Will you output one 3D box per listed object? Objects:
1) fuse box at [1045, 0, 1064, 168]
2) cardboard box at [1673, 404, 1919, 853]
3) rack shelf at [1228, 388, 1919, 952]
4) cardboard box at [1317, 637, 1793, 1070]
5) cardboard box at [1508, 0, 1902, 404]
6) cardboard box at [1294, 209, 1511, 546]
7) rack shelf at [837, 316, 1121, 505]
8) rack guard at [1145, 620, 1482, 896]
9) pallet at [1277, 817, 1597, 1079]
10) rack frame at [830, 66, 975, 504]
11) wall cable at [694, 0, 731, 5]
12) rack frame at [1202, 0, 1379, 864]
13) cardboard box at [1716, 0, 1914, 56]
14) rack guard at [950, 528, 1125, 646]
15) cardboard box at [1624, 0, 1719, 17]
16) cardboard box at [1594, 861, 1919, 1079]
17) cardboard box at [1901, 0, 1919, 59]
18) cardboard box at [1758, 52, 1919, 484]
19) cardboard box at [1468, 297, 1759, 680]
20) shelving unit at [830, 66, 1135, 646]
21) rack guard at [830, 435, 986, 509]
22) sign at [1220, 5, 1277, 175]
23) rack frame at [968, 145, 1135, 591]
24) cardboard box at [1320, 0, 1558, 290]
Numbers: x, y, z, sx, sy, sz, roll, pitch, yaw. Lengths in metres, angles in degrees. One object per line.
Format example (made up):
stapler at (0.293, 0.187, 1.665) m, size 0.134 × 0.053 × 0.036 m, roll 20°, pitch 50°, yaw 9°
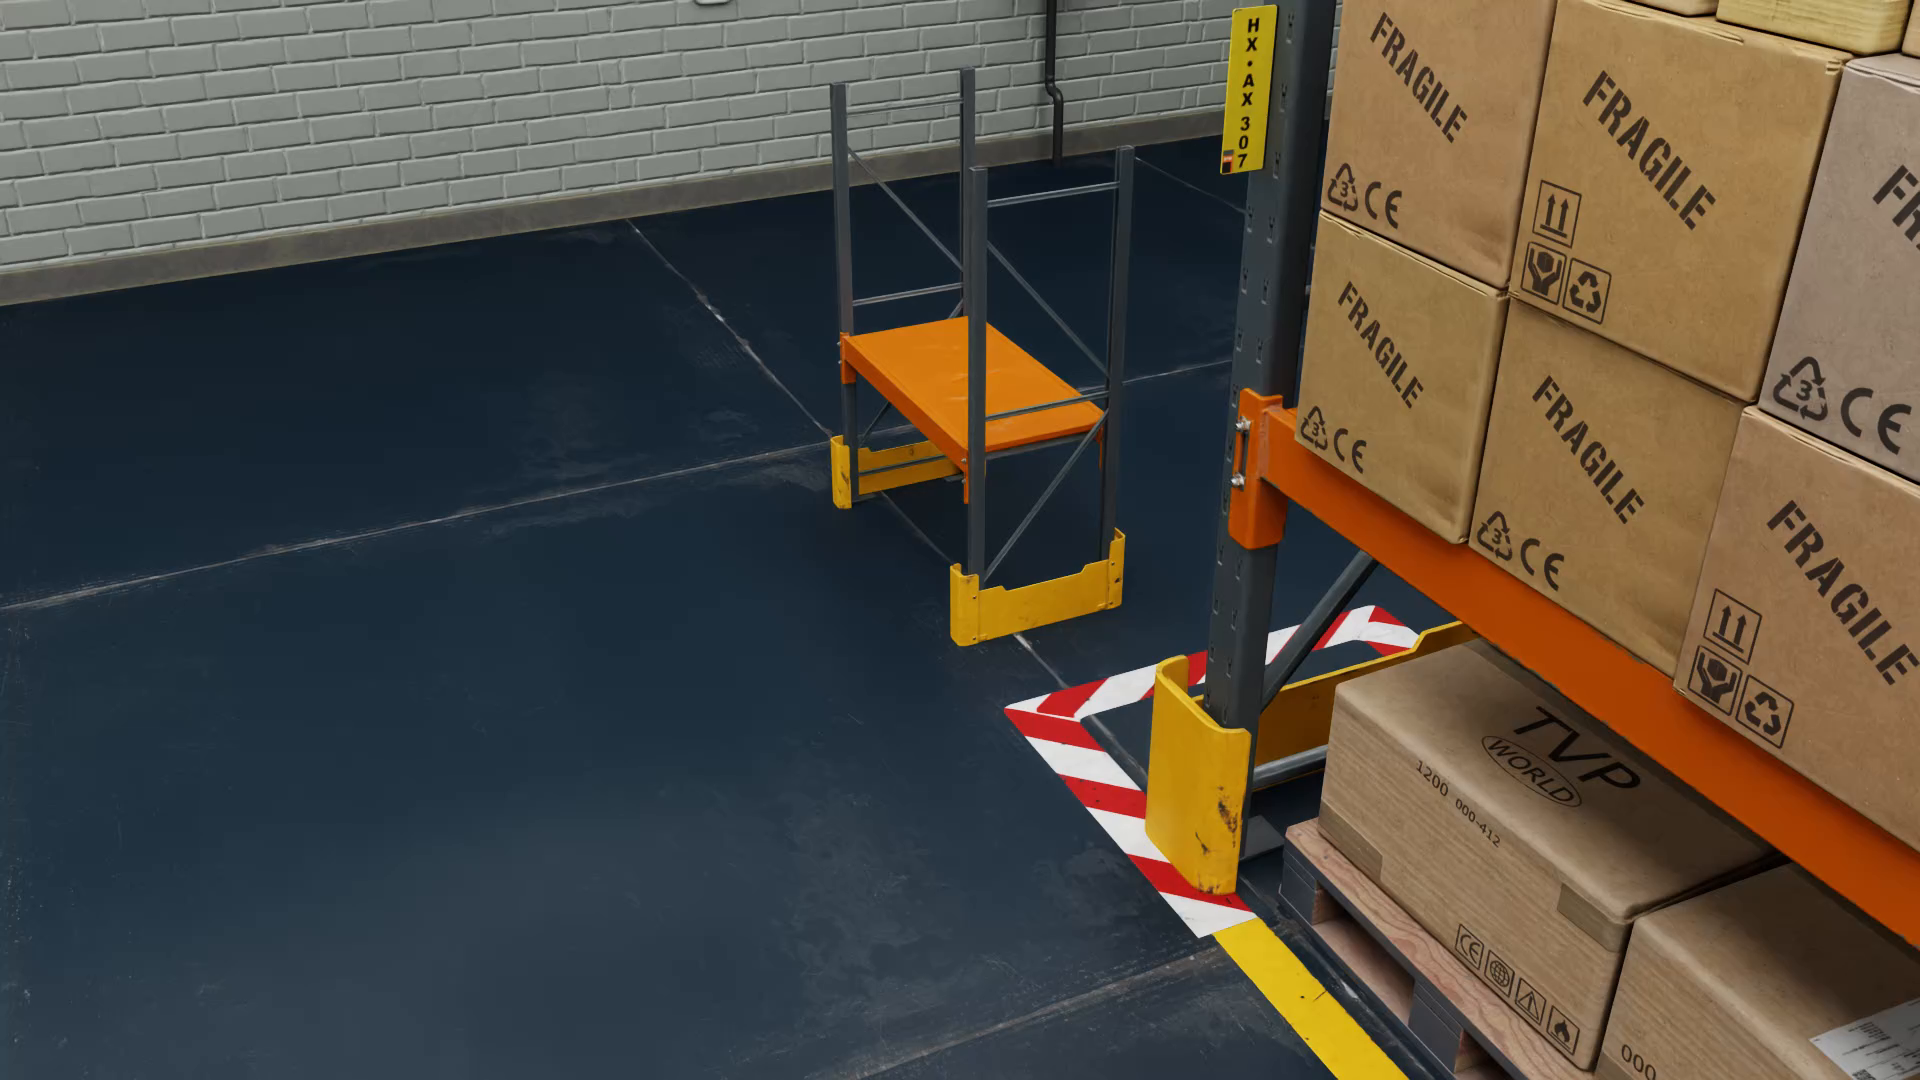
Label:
fuse box at (0.596, -2.896, 9.165) m, size 0.539 × 1.711 × 0.414 m, roll -13°, pitch 32°, yaw -22°
cardboard box at (1.469, 0.080, 2.439) m, size 0.500 × 0.500 × 0.500 m, roll -13°, pitch 32°, yaw -22°
rack shelf at (1.936, 0.602, 2.345) m, size 1.077 × 0.370 × 4.000 m, roll -13°, pitch 32°, yaw -22°
cardboard box at (1.451, 0.610, 3.786) m, size 0.875 × 0.438 × 0.875 m, roll -14°, pitch 32°, yaw -24°
cardboard box at (1.254, -0.576, 2.586) m, size 0.500 × 0.500 × 0.500 m, roll -14°, pitch 32°, yaw -23°
cardboard box at (1.024, -0.366, 3.234) m, size 0.500 × 0.500 × 0.500 m, roll -13°, pitch 32°, yaw -22°
rack shelf at (0.037, -0.460, 5.404) m, size 0.538 × 0.185 × 1.000 m, roll -13°, pitch 32°, yaw -22°
rack guard at (1.067, 0.484, 4.375) m, size 1.175 × 0.500 × 0.348 m, roll -13°, pitch 32°, yaw -22°
pallet at (1.491, 0.958, 3.826) m, size 1.003 × 0.211 × 1.213 m, roll -13°, pitch 32°, yaw -22°
rack frame at (-0.182, -0.841, 5.716) m, size 0.500 × 1.500 × 0.032 m, roll -13°, pitch 32°, yaw -22°
wall cable at (-1.364, -3.538, 7.922) m, size 0.585 × 1.953 × 0.123 m, roll -13°, pitch 32°, yaw -22°
rack frame at (1.077, -0.595, 3.745) m, size 1.000 × 3.000 × 0.127 m, roll -13°, pitch 32°, yaw -22°
cardboard box at (1.294, -0.791, 2.306) m, size 0.380 × 0.149 × 0.250 m, roll -14°, pitch 32°, yaw -24°
rack guard at (0.247, 0.145, 5.236) m, size 0.587 × 0.250 × 0.087 m, roll -13°, pitch 32°, yaw -22°
cardboard box at (1.165, -0.903, 2.506) m, size 0.380 × 0.149 × 0.250 m, roll -12°, pitch 31°, yaw -20°
cardboard box at (1.852, 1.012, 3.068) m, size 0.875 × 0.438 × 0.875 m, roll -12°, pitch 32°, yaw -21°
cardboard box at (1.454, -0.686, 2.118) m, size 0.380 × 0.149 × 0.250 m, roll -13°, pitch 32°, yaw -22°
cardboard box at (1.482, -0.351, 2.184) m, size 0.500 × 0.500 × 0.500 m, roll -13°, pitch 32°, yaw -22°
cardboard box at (1.267, -0.149, 2.846) m, size 0.500 × 0.500 × 0.500 m, roll -14°, pitch 32°, yaw -23°
shelving unit at (0.033, -0.620, 5.323) m, size 0.587 × 1.500 × 1.083 m, roll -13°, pitch 32°, yaw -22°
rack guard at (-0.181, -0.295, 6.021) m, size 0.587 × 0.250 × 0.087 m, roll -13°, pitch 32°, yaw -22°
sign at (0.574, -0.893, 3.310) m, size 0.100 × 0.325 × 0.005 m, roll -13°, pitch 32°, yaw -22°
rack frame at (0.255, -0.392, 4.916) m, size 0.500 × 1.500 × 0.032 m, roll -13°, pitch 32°, yaw -22°
cardboard box at (1.026, -0.803, 2.991) m, size 0.500 × 0.500 × 0.500 m, roll -14°, pitch 32°, yaw -23°
